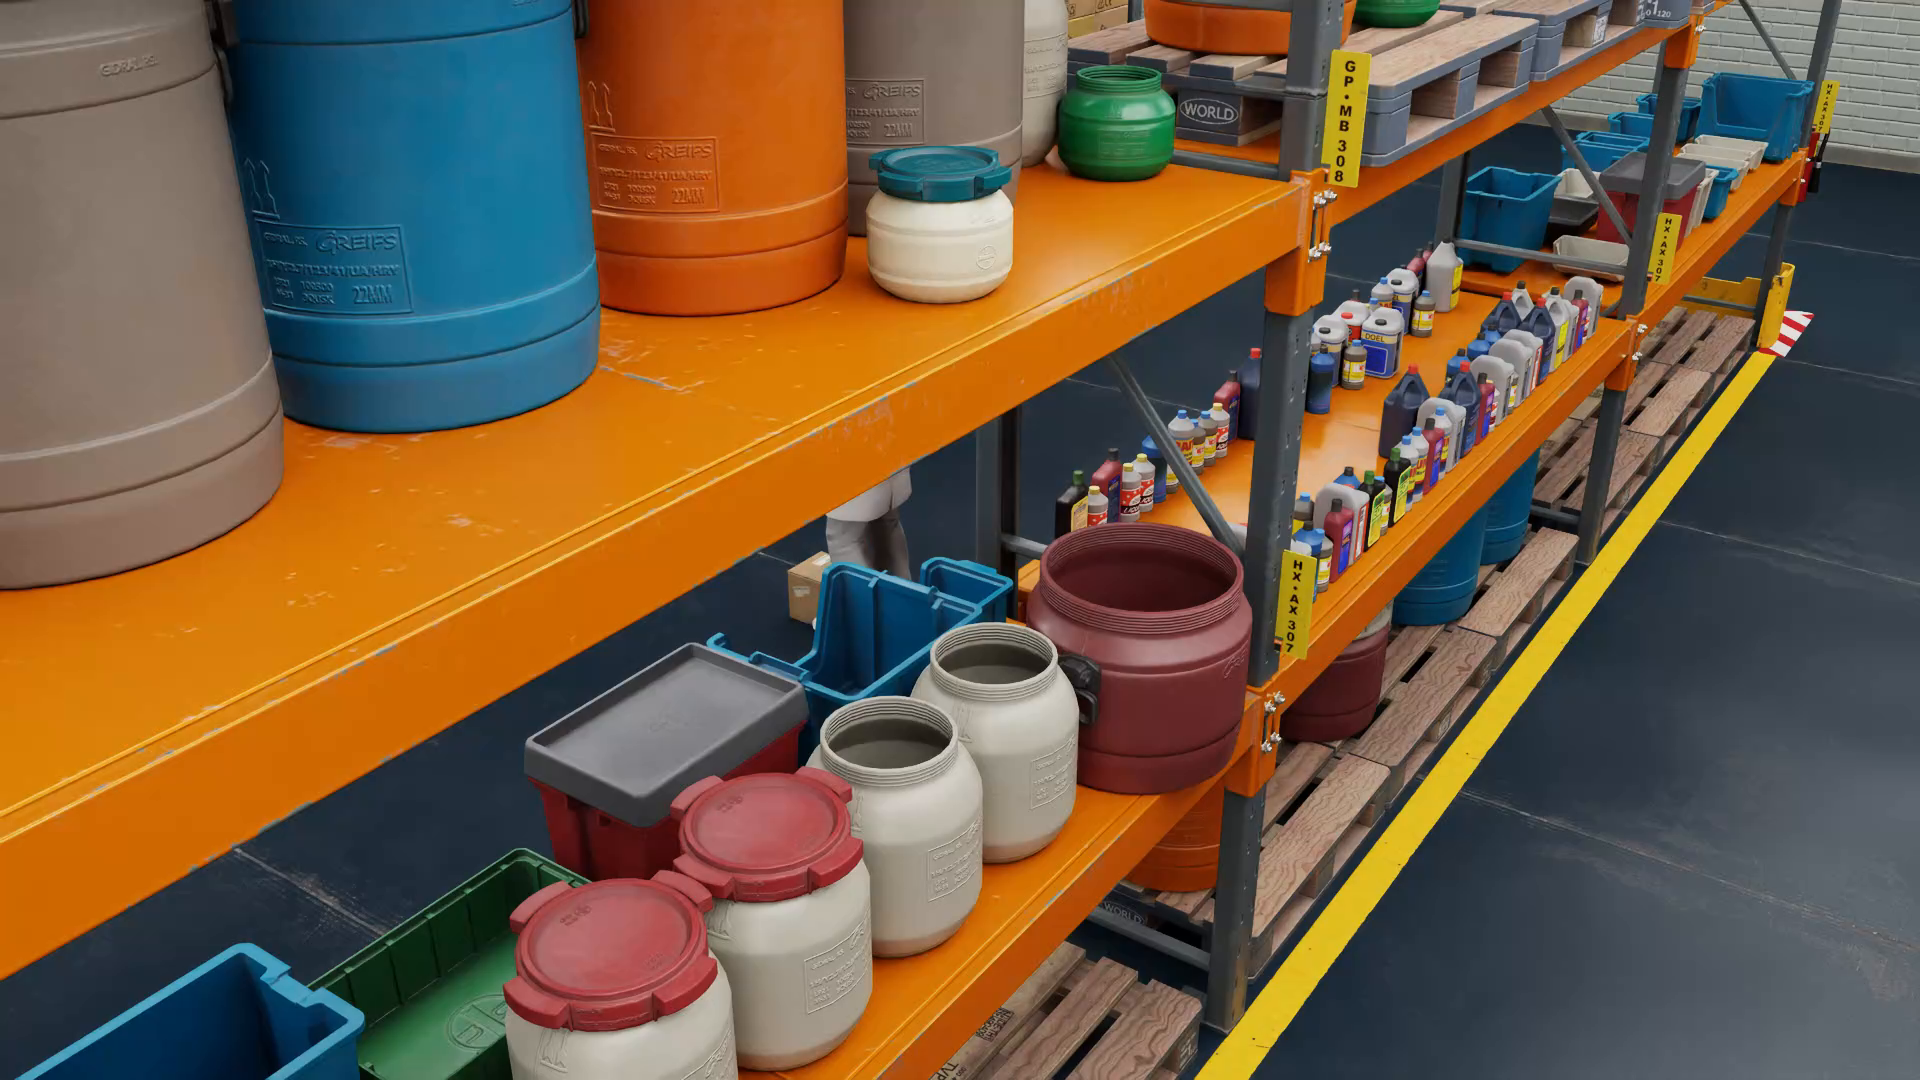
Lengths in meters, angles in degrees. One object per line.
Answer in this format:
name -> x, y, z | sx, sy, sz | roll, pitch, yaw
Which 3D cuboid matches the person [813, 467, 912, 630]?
person -> -0.436, -0.376, 7.384 | 0.424, 1.774, 0.653 | 15, 30, 28
